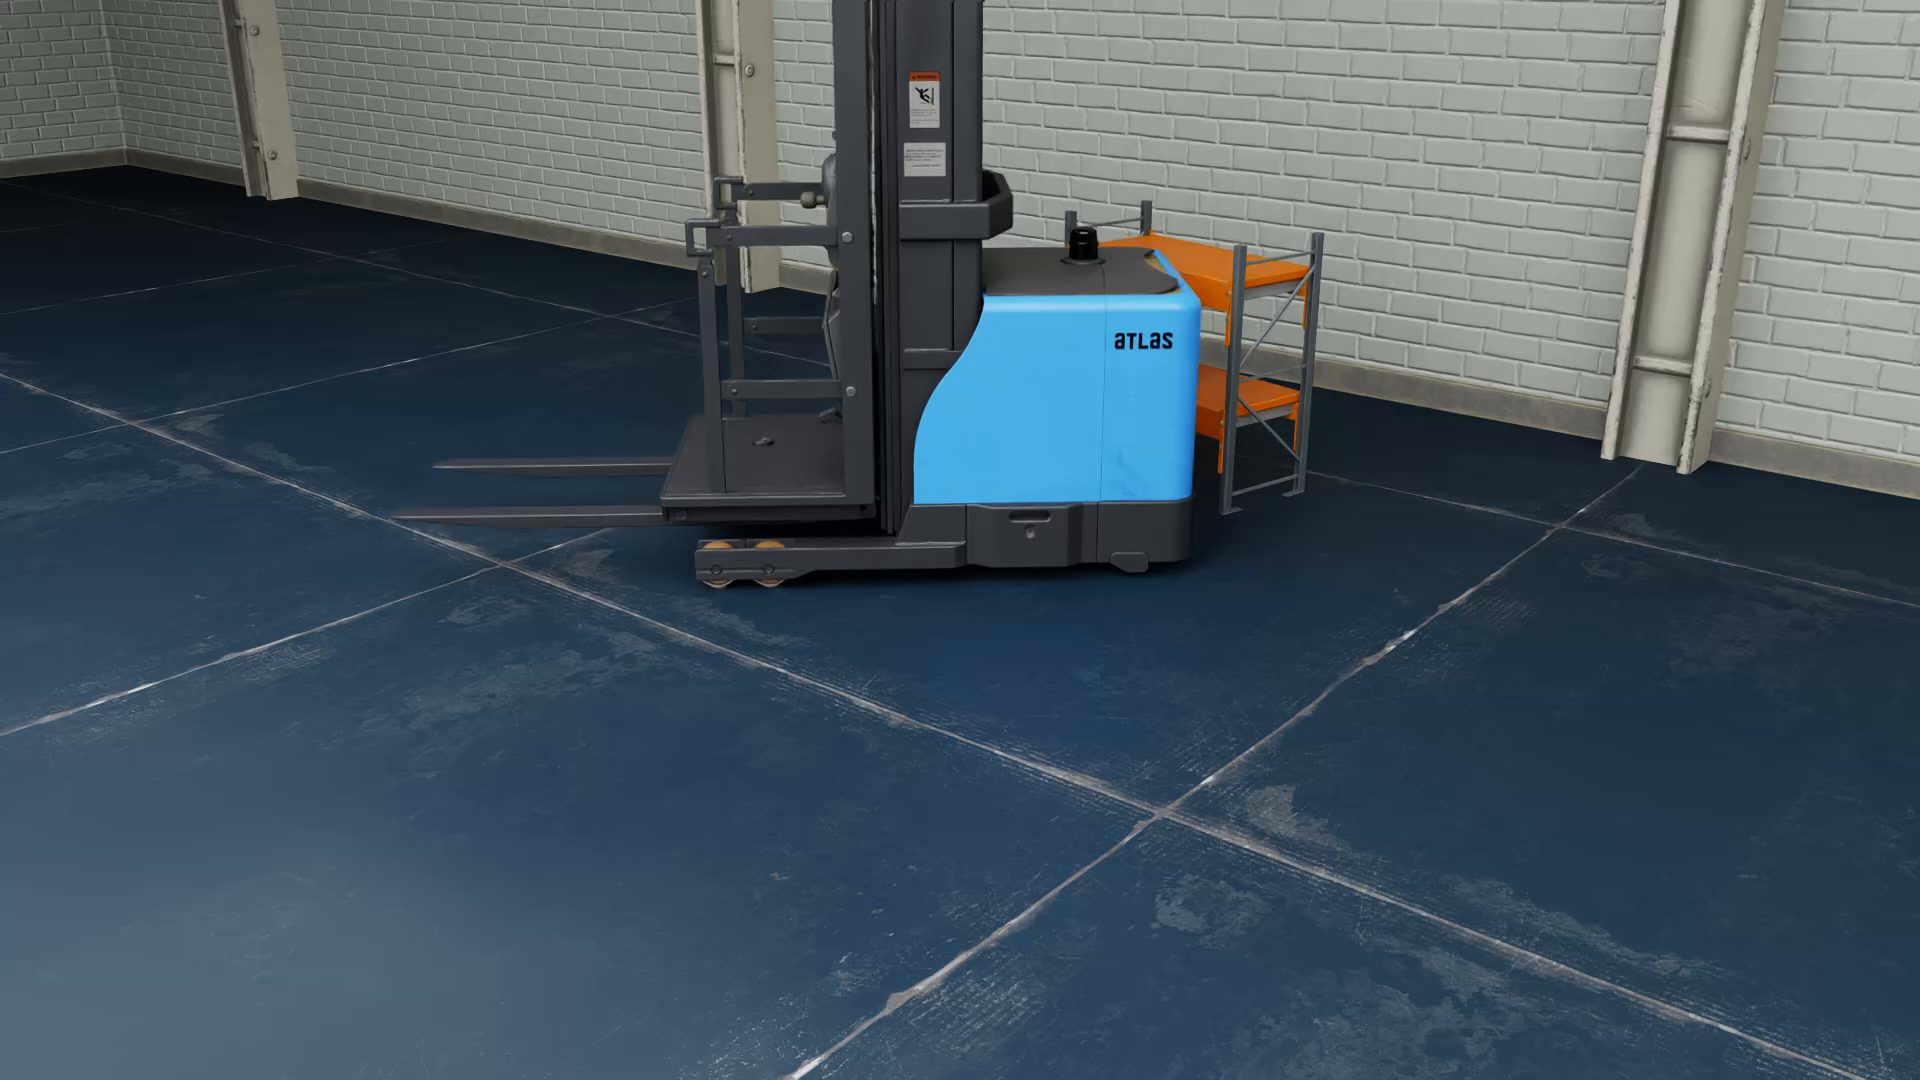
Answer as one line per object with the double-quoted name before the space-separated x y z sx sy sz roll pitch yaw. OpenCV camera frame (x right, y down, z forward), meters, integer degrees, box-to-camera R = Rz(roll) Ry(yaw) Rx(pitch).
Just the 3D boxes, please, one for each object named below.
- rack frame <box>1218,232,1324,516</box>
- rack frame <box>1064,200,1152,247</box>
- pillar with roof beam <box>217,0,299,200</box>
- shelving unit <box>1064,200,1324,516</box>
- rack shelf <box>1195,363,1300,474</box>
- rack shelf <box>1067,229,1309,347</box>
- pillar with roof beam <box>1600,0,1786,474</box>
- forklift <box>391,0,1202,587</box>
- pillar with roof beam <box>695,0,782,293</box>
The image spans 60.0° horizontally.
"rack frame" 1.289 -0.686 6.892 0.500 1.125 0.032 -15 25 -35
"rack frame" 0.670 -0.970 7.647 0.500 1.125 0.032 -15 25 -35
"pillar with roof beam" -8.813 -6.090 10.064 0.400 9.000 9.100 16 26 36
"shelving unit" 0.979 -0.828 7.270 0.538 1.125 1.048 -15 25 -35
"rack shelf" 0.979 -0.599 7.356 0.538 0.278 1.000 -15 25 -35
"rack shelf" 0.979 -1.102 7.166 0.538 0.278 1.000 -15 25 -35
"pillar with roof beam" 0.484 -3.413 2.964 0.400 9.000 9.100 16 26 36
"forklift" -0.644 -1.386 6.191 3.031 2.935 1.130 -1 21 -2
"pillar with roof beam" -4.164 -4.751 6.514 0.400 9.000 9.100 16 26 36
